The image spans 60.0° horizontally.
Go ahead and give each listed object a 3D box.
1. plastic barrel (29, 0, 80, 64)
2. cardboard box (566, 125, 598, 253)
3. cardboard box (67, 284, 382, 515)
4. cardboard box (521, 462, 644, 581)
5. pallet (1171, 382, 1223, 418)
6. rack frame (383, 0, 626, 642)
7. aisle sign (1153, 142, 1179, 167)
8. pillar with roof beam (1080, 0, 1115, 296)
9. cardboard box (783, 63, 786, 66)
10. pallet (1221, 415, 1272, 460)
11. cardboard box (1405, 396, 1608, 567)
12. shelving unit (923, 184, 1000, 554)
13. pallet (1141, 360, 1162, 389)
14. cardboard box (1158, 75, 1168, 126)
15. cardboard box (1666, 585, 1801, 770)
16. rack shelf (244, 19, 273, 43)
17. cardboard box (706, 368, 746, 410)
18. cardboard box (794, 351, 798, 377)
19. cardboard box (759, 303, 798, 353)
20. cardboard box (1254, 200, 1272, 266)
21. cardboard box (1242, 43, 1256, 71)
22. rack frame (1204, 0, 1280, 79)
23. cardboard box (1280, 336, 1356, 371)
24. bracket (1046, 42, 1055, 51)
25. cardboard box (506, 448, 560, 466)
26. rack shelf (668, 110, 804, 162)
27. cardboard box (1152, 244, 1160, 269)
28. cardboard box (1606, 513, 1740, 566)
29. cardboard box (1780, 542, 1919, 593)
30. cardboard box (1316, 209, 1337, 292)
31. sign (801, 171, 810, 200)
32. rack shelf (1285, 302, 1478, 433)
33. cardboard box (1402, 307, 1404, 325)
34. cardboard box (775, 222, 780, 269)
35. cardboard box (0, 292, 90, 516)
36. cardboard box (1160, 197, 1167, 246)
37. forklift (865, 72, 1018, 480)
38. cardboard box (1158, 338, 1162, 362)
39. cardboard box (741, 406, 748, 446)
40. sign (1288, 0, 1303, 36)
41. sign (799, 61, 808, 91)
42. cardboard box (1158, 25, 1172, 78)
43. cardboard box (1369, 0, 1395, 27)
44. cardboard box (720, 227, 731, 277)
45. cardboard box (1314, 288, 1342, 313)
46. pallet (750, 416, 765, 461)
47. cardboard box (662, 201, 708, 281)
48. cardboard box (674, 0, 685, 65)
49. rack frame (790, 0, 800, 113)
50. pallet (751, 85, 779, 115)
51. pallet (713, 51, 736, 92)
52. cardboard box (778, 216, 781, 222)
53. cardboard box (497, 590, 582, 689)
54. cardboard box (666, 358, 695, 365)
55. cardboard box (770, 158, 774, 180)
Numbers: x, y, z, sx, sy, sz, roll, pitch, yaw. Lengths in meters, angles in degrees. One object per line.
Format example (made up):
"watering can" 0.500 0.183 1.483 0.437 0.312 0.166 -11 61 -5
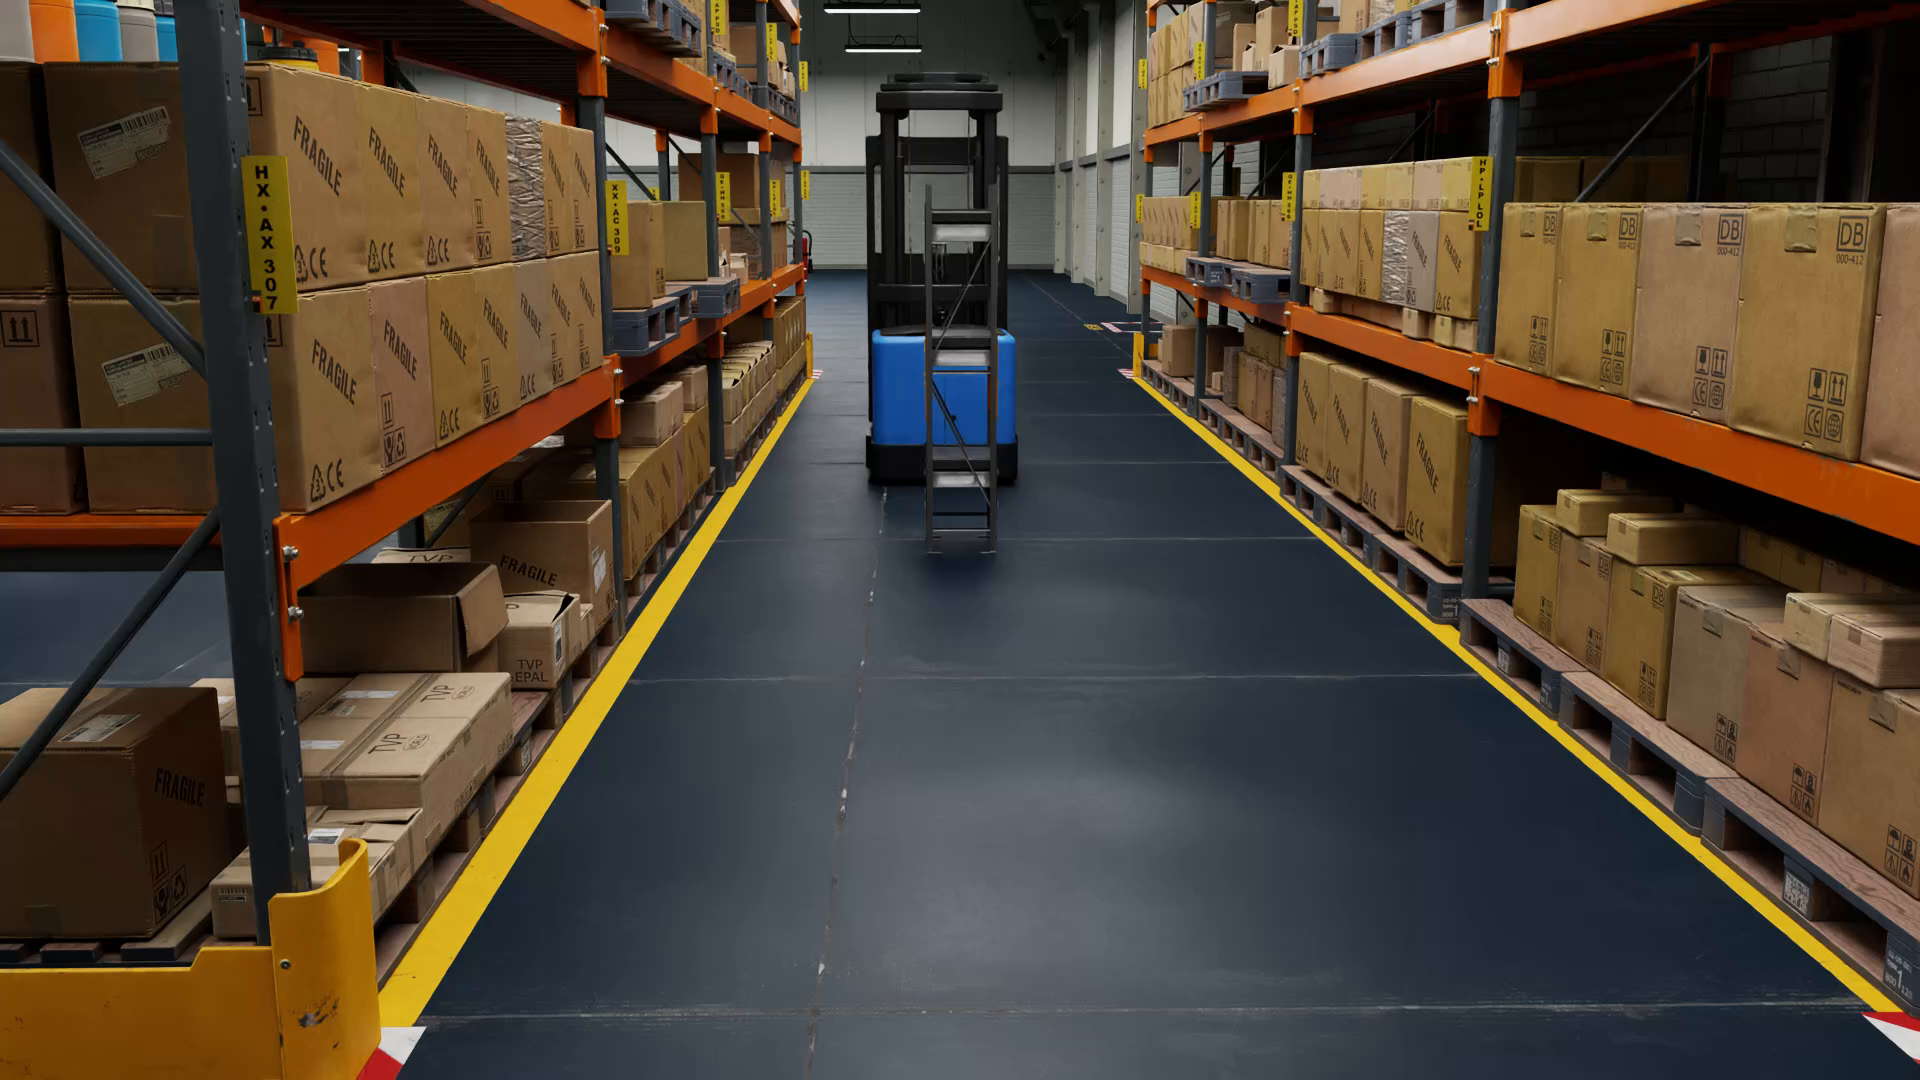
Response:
"plastic barrel" -6.922 -3.757 12.408 0.600 0.830 0.708 0 11 -1
"cardboard box" -1.805 -1.446 6.877 0.500 0.500 0.500 0 11 -1
"cardboard box" -1.737 -0.350 3.987 0.500 0.500 0.500 0 11 0
"cardboard box" -1.840 -0.094 8.160 0.500 0.500 0.500 -1 11 -4
"pallet" 2.664 -1.385 16.354 1.003 0.211 1.213 0 11 -1
"rack frame" -2.074 -1.007 7.477 1.000 3.000 0.127 0 11 -1
"aisle sign" 2.329 -4.700 19.144 0.394 0.787 0.004 0 11 -1
"pillar with roof beam" -1.166 -9.778 35.623 9.100 9.000 0.548 0 11 -1
"cardboard box" -2.314 -5.073 18.307 0.797 0.503 0.637 1 11 3
"pallet" 2.759 -0.854 13.735 1.003 0.211 1.213 0 11 -1
"cardboard box" 2.735 -0.309 8.387 0.750 0.750 0.750 0 11 0
"shelving unit" 0.003 -0.996 9.688 0.431 2.100 0.503 0 11 -1
"pallet" 2.614 -1.870 18.745 1.003 0.211 1.213 0 11 -1
"cardboard box" 2.378 -4.664 17.660 0.500 0.500 0.500 0 11 1
"cardboard box" 2.825 0.448 5.535 0.700 0.500 0.500 -1 11 -3
"rack shelf" -7.233 -5.366 16.693 1.077 0.370 4.000 0 11 -1
"cardboard box" -1.893 -1.145 12.605 0.500 0.311 0.500 -1 11 -3
"cardboard box" -1.972 -1.847 17.477 0.500 0.250 0.500 0 11 -1
"cardboard box" -1.969 -2.214 17.403 0.500 0.500 0.500 0 11 -1
"cardboard box" 2.728 -2.428 13.127 0.700 0.500 0.500 0 11 -1
"cardboard box" 2.657 -4.019 13.947 0.500 0.311 0.500 0 11 1
"rack frame" 2.713 -5.558 14.823 1.000 3.000 0.127 0 11 -1
"cardboard box" 2.780 -1.437 12.894 0.500 0.250 0.500 0 11 0
"bracket" 2.544 -13.861 46.697 0.235 0.232 0.430 0 11 -1
"cardboard box" -2.372 -0.192 8.644 0.500 0.500 0.500 0 11 -1
"rack shelf" -2.281 -4.112 17.048 1.077 0.370 4.000 0 11 -1
"cardboard box" 2.353 -3.047 17.859 0.500 0.250 0.500 0 11 -2
"cardboard box" 2.627 -0.005 6.137 0.380 0.149 0.250 -1 11 -3
"cardboard box" 3.021 0.102 5.611 0.380 0.149 0.250 0 11 -1
"cardboard box" 2.552 -1.826 10.464 0.500 0.500 0.500 0 11 1
"sign" -1.779 -4.075 19.093 0.100 0.325 0.005 0 11 -1
"rack shelf" 2.837 -1.073 9.612 1.077 0.370 4.000 0 11 -1
"cardboard box" 2.597 -1.183 8.929 0.380 0.149 0.250 0 11 -1
"cardboard box" -2.305 -3.145 17.766 0.700 0.500 0.500 0 11 -1
"cardboard box" -2.273 -0.348 3.981 0.500 0.500 0.500 0 11 1
"cardboard box" 2.367 -3.317 17.307 0.500 0.500 0.500 0 11 1
"forklift" -0.190 -2.111 13.092 1.130 2.935 3.031 -1 11 -3
"cardboard box" 2.555 -2.173 18.882 0.500 0.311 0.500 -2 12 -8
"cardboard box" -1.885 -0.865 12.639 0.500 0.250 0.500 -1 11 -3
"sign" 2.253 -3.544 11.141 0.100 0.325 0.005 0 11 -1
"sign" -1.779 -5.257 18.853 0.100 0.325 0.005 0 11 -1
"cardboard box" 2.377 -5.153 17.552 0.500 0.500 0.500 0 11 0
"cardboard box" 2.927 -3.356 10.156 0.700 0.500 0.500 -1 12 -4
"cardboard box" -2.229 -2.388 14.036 0.500 0.500 0.500 1 11 3
"cardboard box" 2.489 -1.540 10.686 0.380 0.149 0.250 0 11 1
"pallet" -2.157 -0.841 13.673 1.003 0.211 1.213 0 11 -1
"cardboard box" -2.031 -1.932 10.729 0.700 0.500 0.500 -4 12 -20
"cardboard box" -2.093 -3.029 9.652 0.910 0.500 0.500 0 11 -1
"rack frame" -2.322 -6.332 18.638 1.000 3.000 0.127 0 11 -1
"pallet" -2.283 -4.193 15.861 1.003 0.211 1.213 0 11 -1
"pallet" -2.260 -3.314 11.780 1.213 0.211 1.003 0 11 1
"cardboard box" -2.095 -3.426 17.521 0.380 0.149 0.250 0 11 0
"cardboard box" -1.763 0.357 6.413 0.500 0.311 0.500 0 11 -1
"cardboard box" -2.447 -1.341 13.575 0.500 0.311 0.500 0 11 0
"cardboard box" -2.286 -3.669 17.086 0.700 0.500 0.500 0 11 -1
